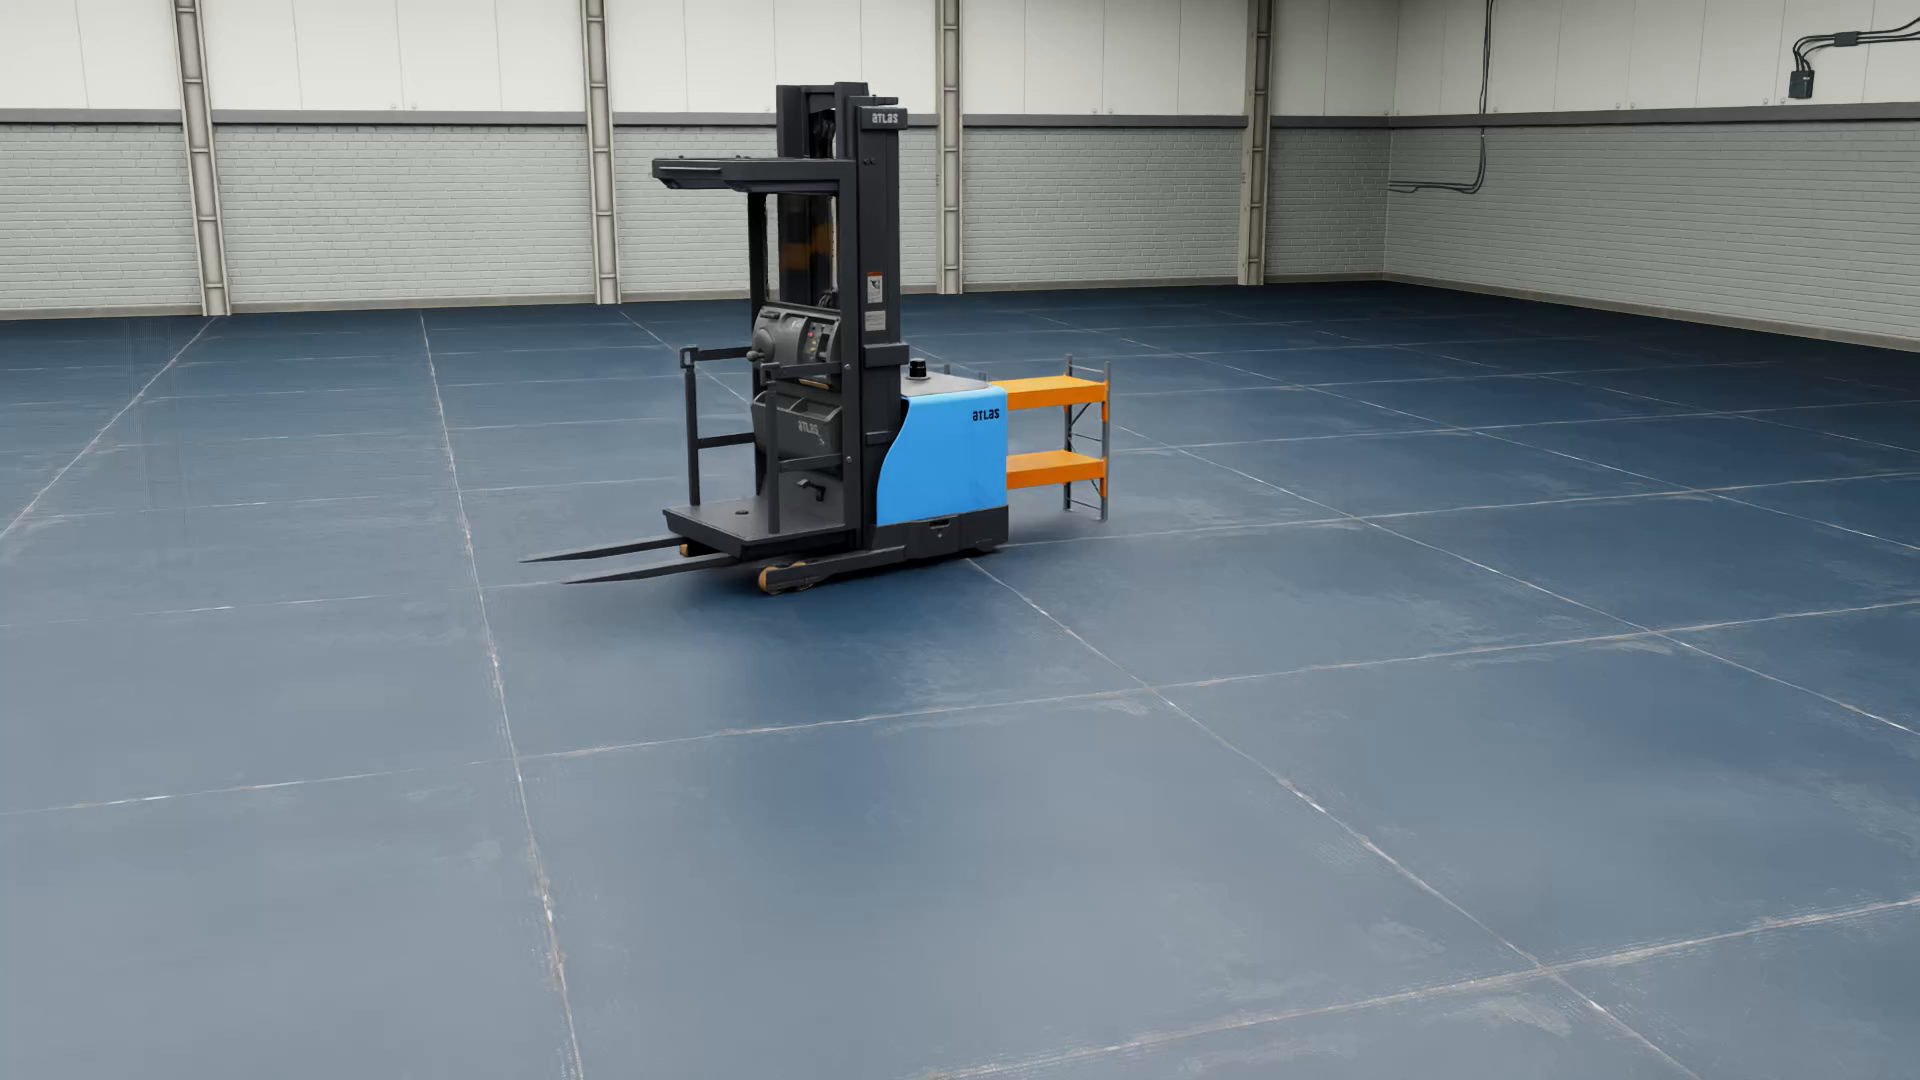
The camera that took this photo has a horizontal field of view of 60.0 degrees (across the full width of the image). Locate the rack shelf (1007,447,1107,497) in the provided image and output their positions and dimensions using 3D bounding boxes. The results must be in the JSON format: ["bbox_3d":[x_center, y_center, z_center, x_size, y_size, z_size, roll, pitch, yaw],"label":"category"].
[{"bbox_3d":[0.463,-0.427,11.565,1.000,0.278,0.538,-8,16,-31],"label":"rack shelf"}]

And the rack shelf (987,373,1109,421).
[{"bbox_3d":[0.463,-0.950,11.441,1.000,0.278,0.538,-8,16,-31],"label":"rack shelf"}]

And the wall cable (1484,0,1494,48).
[{"bbox_3d":[9.574,-9.498,27.423,0.112,2.526,3.097,-4,14,-18],"label":"wall cable"}]

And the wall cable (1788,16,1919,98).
[{"bbox_3d":[11.724,-8.716,20.991,0.169,6.003,2.305,-4,14,-18],"label":"wall cable"}]

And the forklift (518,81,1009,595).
[{"bbox_3d":[-1.170,-1.242,10.030,3.031,2.935,1.130,-10,16,-35],"label":"forklift"}]

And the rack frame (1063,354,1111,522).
[{"bbox_3d":[0.896,-0.727,11.767,0.032,1.125,0.500,-8,16,-31],"label":"rack frame"}]

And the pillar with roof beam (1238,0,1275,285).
[{"bbox_3d":[6.870,-8.273,26.478,0.400,9.000,9.100,-4,14,-18],"label":"pillar with roof beam"}]

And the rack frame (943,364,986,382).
[{"bbox_3d":[0.029,-0.604,11.250,0.032,1.125,0.500,-8,16,-31],"label":"rack frame"}]

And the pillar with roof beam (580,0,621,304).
[{"bbox_3d":[-4.503,-7.388,22.755,0.400,9.000,9.100,-4,14,-18],"label":"pillar with roof beam"}]

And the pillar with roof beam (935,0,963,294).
[{"bbox_3d":[1.183,-7.830,24.617,0.400,9.000,9.100,-4,14,-18],"label":"pillar with roof beam"}]

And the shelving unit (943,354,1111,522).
[{"bbox_3d":[0.463,-0.665,11.509,1.048,1.125,0.538,-8,16,-31],"label":"shelving unit"}]

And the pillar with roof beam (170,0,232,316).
[{"bbox_3d":[-10.190,-6.945,20.893,0.400,9.000,9.100,-4,14,-18],"label":"pillar with roof beam"}]

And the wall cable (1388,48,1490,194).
[{"bbox_3d":[8.711,-7.634,30.502,0.112,2.526,3.097,-4,14,-18],"label":"wall cable"}]
